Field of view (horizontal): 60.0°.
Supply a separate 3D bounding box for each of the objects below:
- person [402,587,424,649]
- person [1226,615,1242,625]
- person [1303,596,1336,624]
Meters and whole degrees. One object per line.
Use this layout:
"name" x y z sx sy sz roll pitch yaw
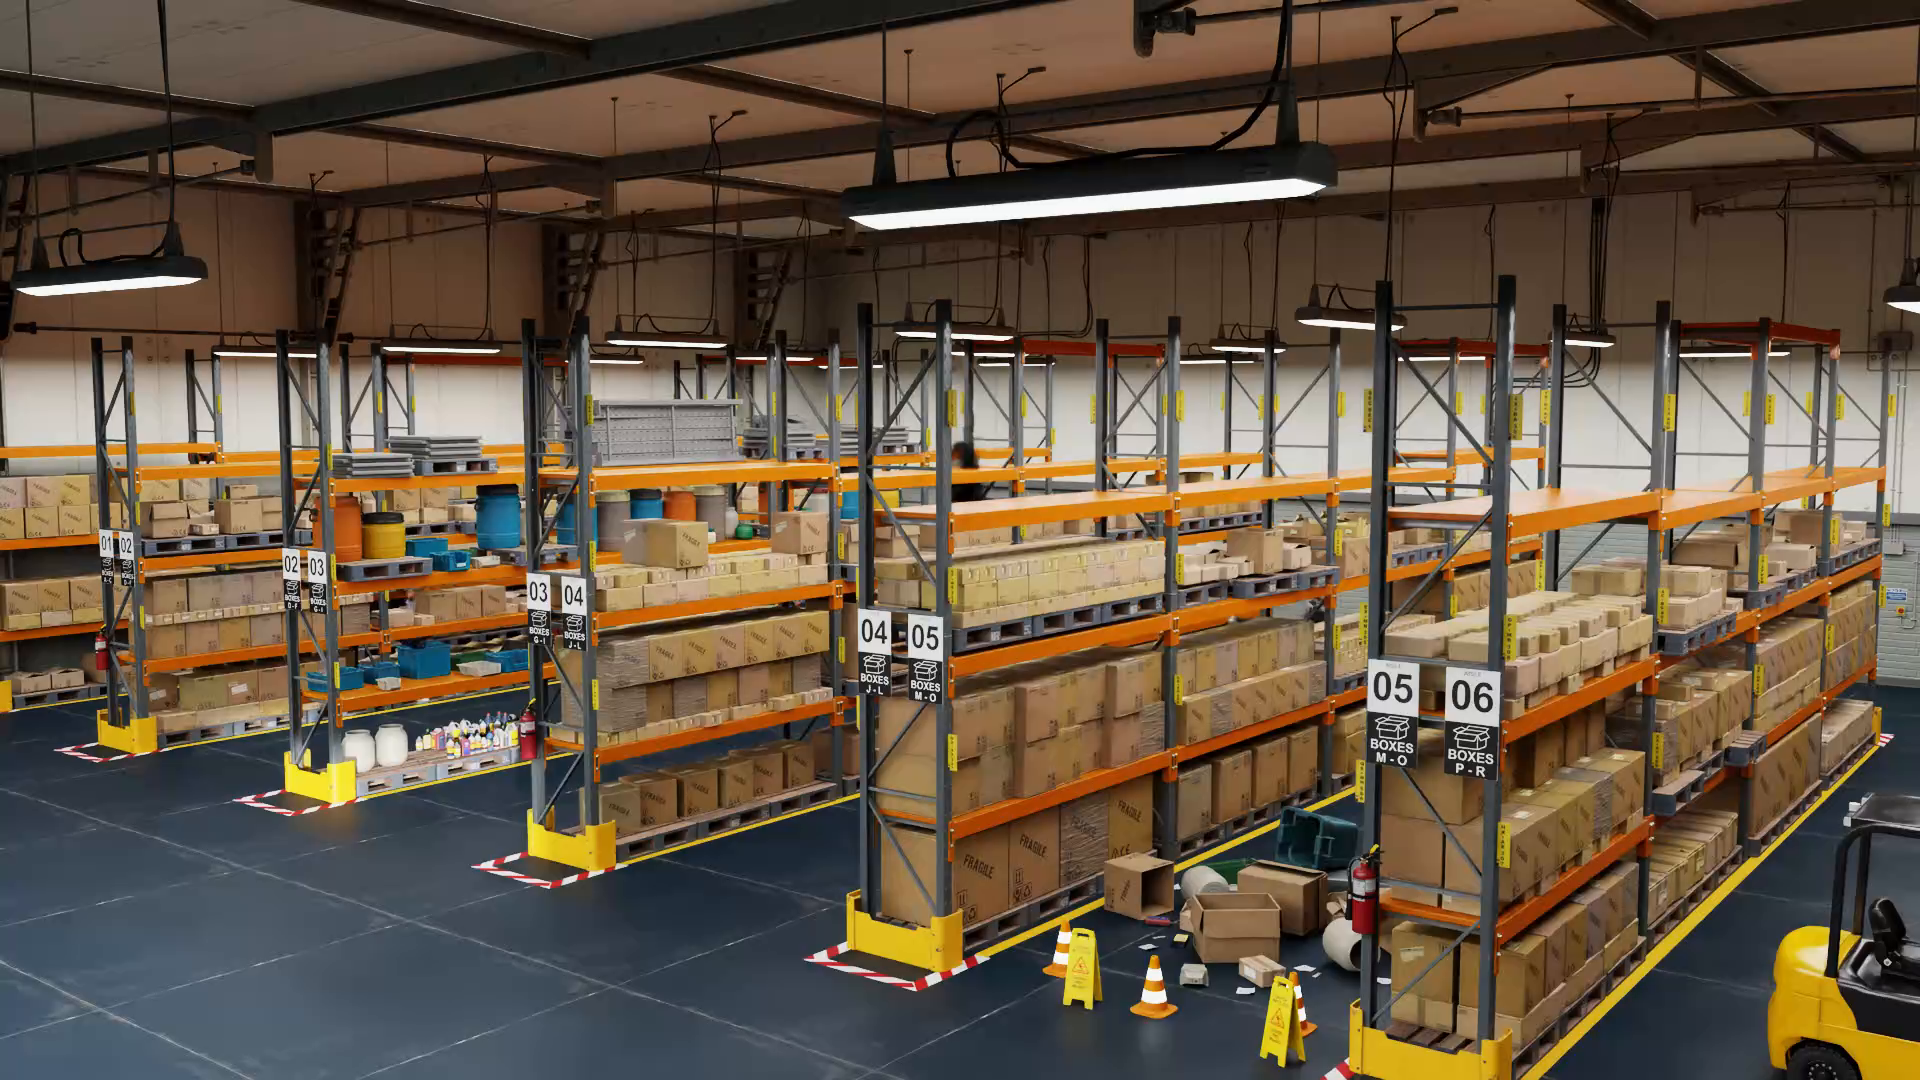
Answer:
"person" -10.147 1.683 31.008 0.612 1.605 0.666 3 6 29
"person" 3.986 1.939 24.431 0.605 1.683 0.528 3 6 31
"person" 6.682 1.688 30.551 0.698 1.643 0.551 -1 5 -14
